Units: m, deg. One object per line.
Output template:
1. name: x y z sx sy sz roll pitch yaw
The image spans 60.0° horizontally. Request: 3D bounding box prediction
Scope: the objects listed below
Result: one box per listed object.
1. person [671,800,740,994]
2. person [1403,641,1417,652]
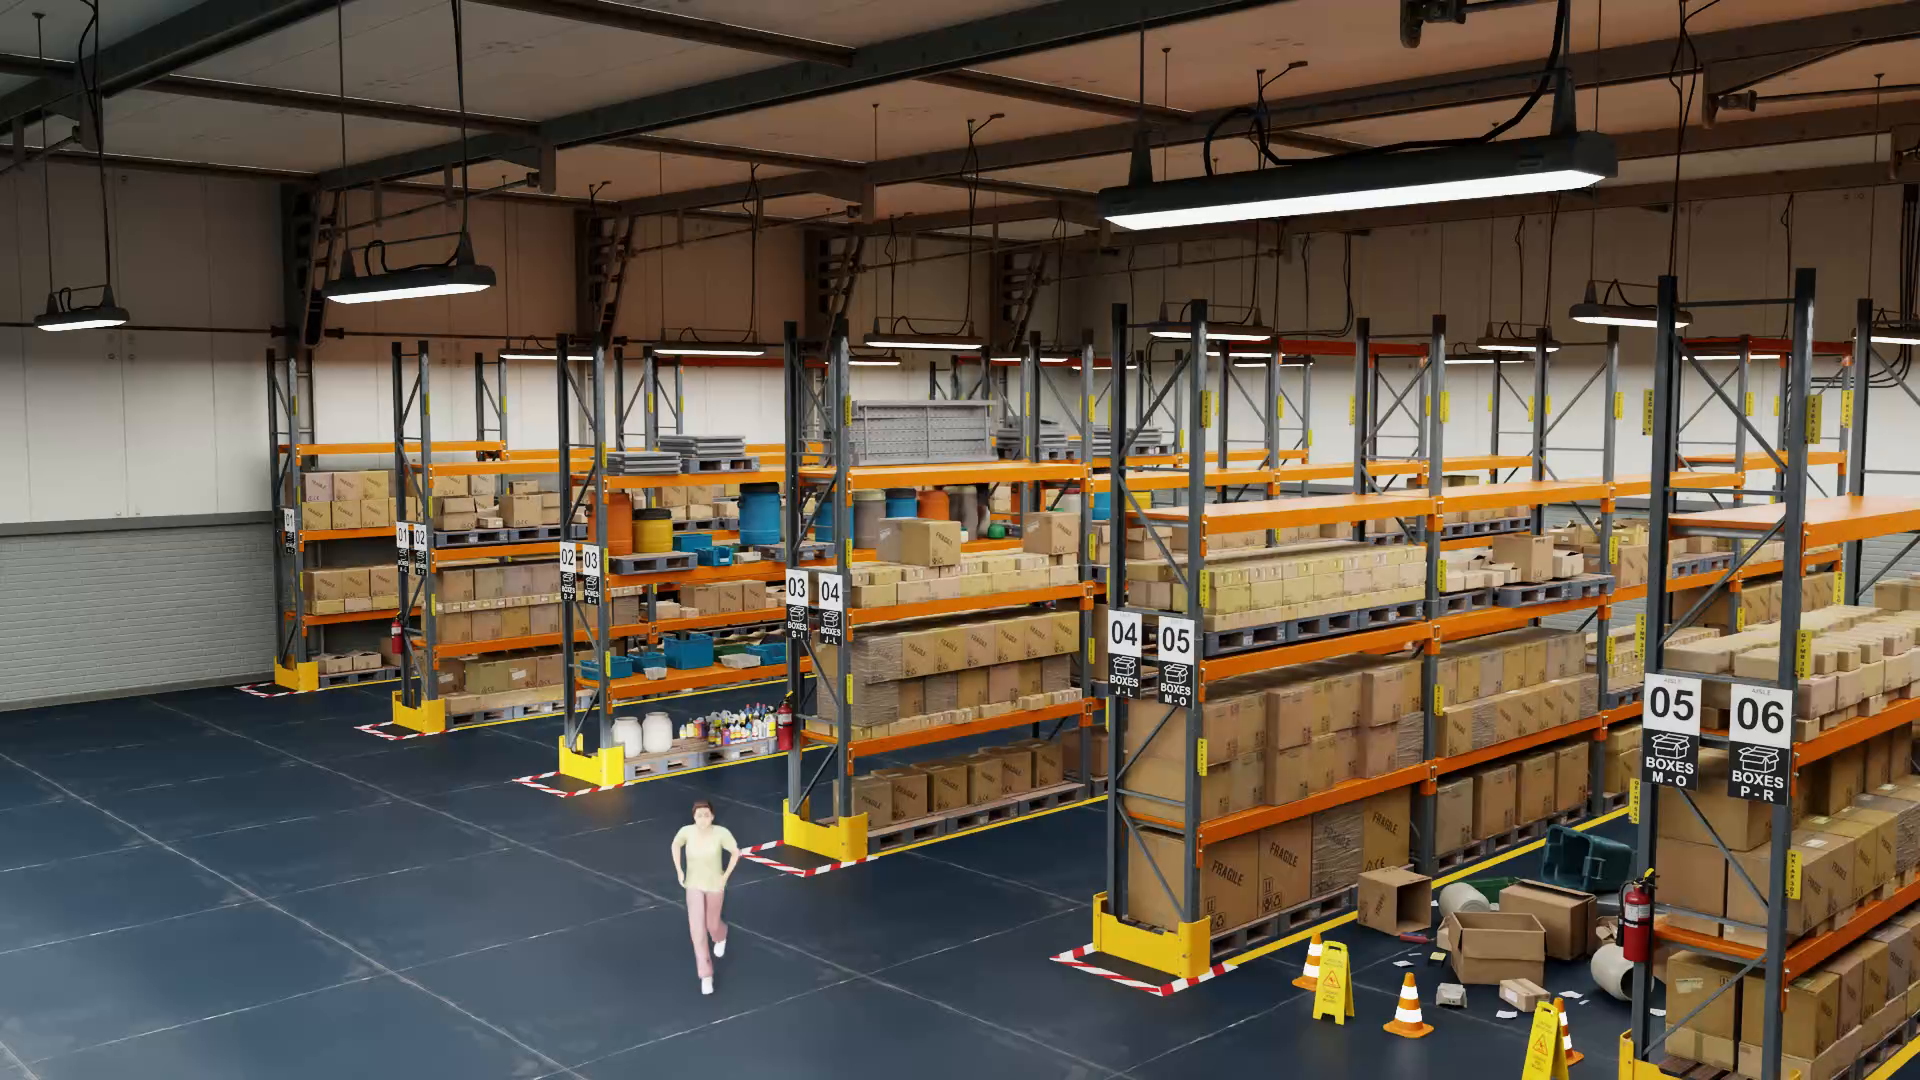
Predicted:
1. person: -2.253 3.072 14.734 0.609 1.629 1.009 0 5 -1
2. person: 6.494 2.244 24.125 0.575 1.645 0.914 5 7 44
